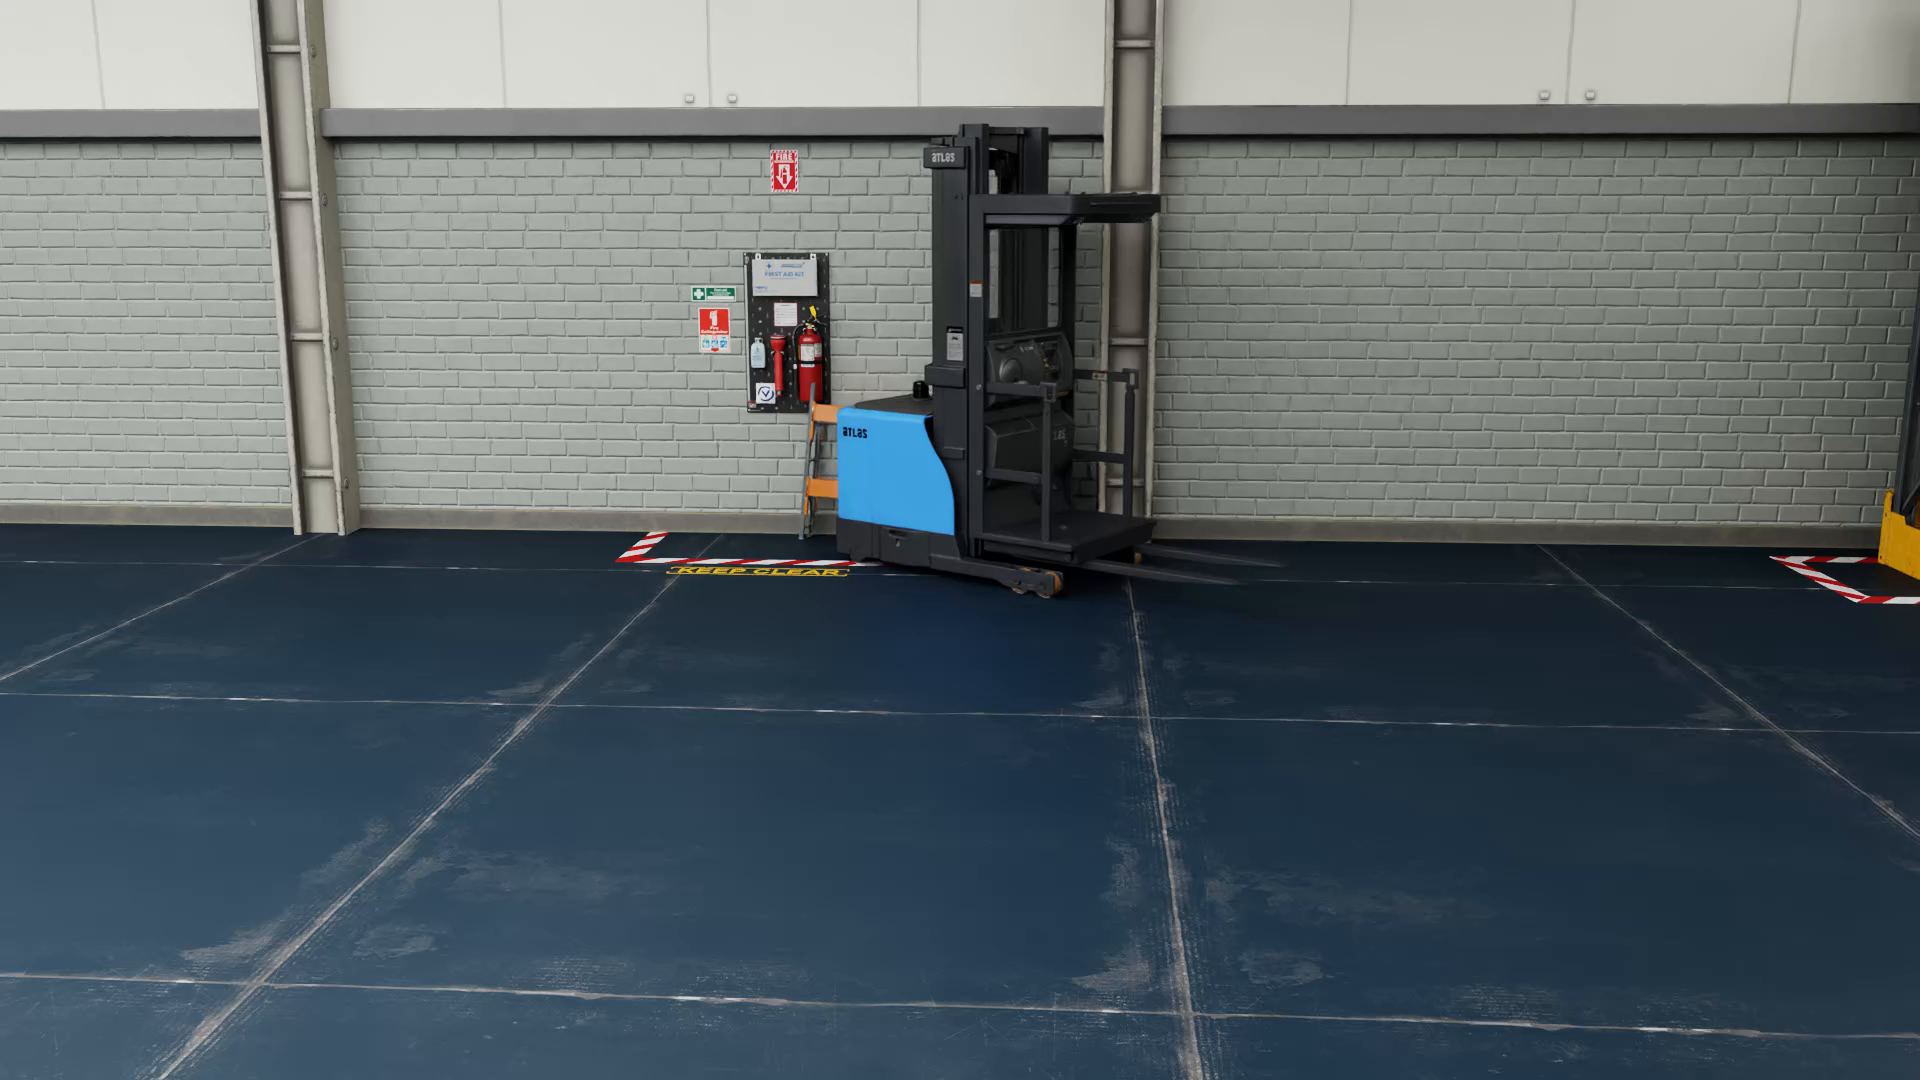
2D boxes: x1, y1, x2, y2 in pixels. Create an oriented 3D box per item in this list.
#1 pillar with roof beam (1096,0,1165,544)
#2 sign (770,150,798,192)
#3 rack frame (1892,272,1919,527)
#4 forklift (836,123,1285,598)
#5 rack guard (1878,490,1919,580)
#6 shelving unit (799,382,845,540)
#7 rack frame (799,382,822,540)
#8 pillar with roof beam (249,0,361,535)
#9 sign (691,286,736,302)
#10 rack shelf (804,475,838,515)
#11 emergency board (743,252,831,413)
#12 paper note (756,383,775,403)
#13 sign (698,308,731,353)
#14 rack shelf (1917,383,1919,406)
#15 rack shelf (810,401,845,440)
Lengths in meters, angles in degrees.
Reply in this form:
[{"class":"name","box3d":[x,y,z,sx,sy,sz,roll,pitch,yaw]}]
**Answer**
[{"class":"pillar with roof beam","box3d":[0.913,-3.513,7.084,0.400,9.000,9.100,1,12,4]},{"class":"sign","box3d":[-1.264,-2.653,11.962,0.199,0.298,0.001,1,12,4]},{"class":"rack frame","box3d":[6.431,-1.207,10.711,0.127,3.000,1.000,1,12,4]},{"class":"forklift","box3d":[0.627,-1.191,10.802,3.031,2.935,1.130,9,15,36]},{"class":"rack guard","box3d":[6.507,0.018,10.962,0.348,0.500,1.175,1,12,4]},{"class":"shelving unit","box3d":[-0.573,-0.532,12.094,1.048,1.125,0.538,5,4,3]},{"class":"rack frame","box3d":[-1.079,-0.577,12.120,0.032,1.125,0.500,5,4,3]},{"class":"pillar with roof beam","box3d":[-5.074,-3.595,7.477,0.400,9.000,9.100,1,12,4]},{"class":"sign","box3d":[-1.803,-1.801,12.172,0.331,0.109,0.001,1,12,4]},{"class":"rack shelf","box3d":[-0.593,-0.289,12.109,1.000,0.278,0.538,5,4,3]},{"class":"emergency board","box3d":[-1.263,-1.498,12.102,0.643,1.169,0.194,1,12,4]},{"class":"paper note","box3d":[-1.435,-1.083,12.271,0.142,0.148,0.016,1,12,4]},{"class":"sign","box3d":[-1.807,-1.544,12.235,0.234,0.329,0.001,1,12,4]},{"class":"rack shelf","box3d":[8.427,-0.827,10.654,4.000,0.370,1.077,1,12,4]},{"class":"rack shelf","box3d":[-0.548,-0.823,12.075,1.000,0.278,0.538,5,4,3]}]
